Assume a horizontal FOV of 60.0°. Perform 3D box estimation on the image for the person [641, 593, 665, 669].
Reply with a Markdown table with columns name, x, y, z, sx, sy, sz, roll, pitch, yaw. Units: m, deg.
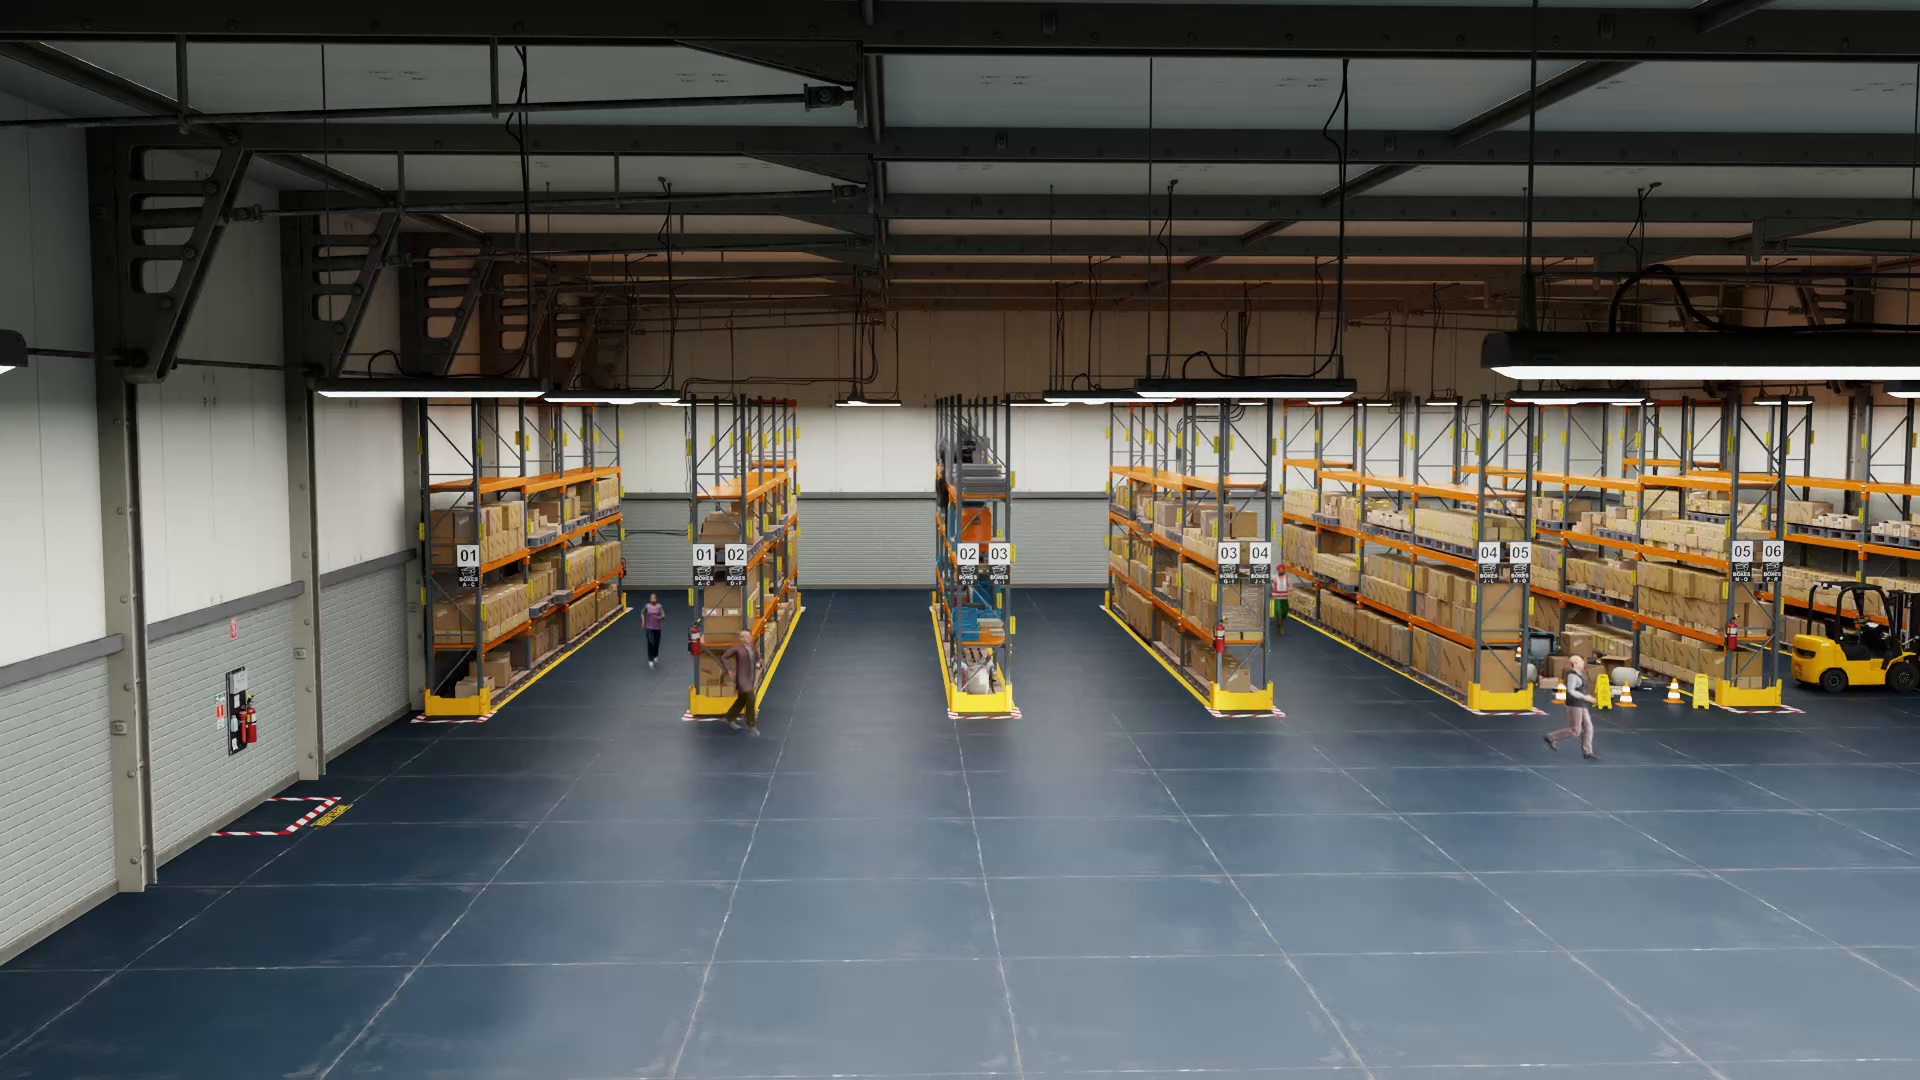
| name | x | y | z | sx | sy | sz | roll | pitch | yaw |
| --- | --- | --- | --- | --- | --- | --- | --- | --- | --- |
| person | -6.825 | 2.004 | 36.997 | 0.510 | 1.642 | 0.741 | -1 | 5 | -15 |

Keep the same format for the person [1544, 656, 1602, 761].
| name | x | y | z | sx | sy | sz | roll | pitch | yaw |
| --- | --- | --- | --- | --- | --- | --- | --- | --- | --- |
| person | 10.032 | 2.734 | 27.146 | 0.900 | 1.709 | 0.672 | 3 | 5 | 29 |

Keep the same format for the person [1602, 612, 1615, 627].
| name | x | y | z | sx | sy | sz | roll | pitch | yaw |
| --- | --- | --- | --- | --- | --- | --- | --- | --- | --- |
| person | 16.456 | 1.532 | 42.316 | 0.681 | 1.726 | 0.542 | 0 | 5 | -3 |

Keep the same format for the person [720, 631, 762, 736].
| name | x | y | z | sx | sy | sz | roll | pitch | yaw |
| --- | --- | --- | --- | --- | --- | --- | --- | --- | --- |
| person | -3.796 | 2.522 | 29.462 | 0.864 | 1.840 | 0.717 | 2 | 5 | 27 |

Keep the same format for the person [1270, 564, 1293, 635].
| name | x | y | z | sx | sy | sz | roll | pitch | yaw |
| --- | --- | --- | --- | --- | --- | --- | --- | --- | --- |
| person | 8.148 | 1.499 | 42.291 | 0.667 | 1.768 | 0.963 | 0 | 5 | -6 |
